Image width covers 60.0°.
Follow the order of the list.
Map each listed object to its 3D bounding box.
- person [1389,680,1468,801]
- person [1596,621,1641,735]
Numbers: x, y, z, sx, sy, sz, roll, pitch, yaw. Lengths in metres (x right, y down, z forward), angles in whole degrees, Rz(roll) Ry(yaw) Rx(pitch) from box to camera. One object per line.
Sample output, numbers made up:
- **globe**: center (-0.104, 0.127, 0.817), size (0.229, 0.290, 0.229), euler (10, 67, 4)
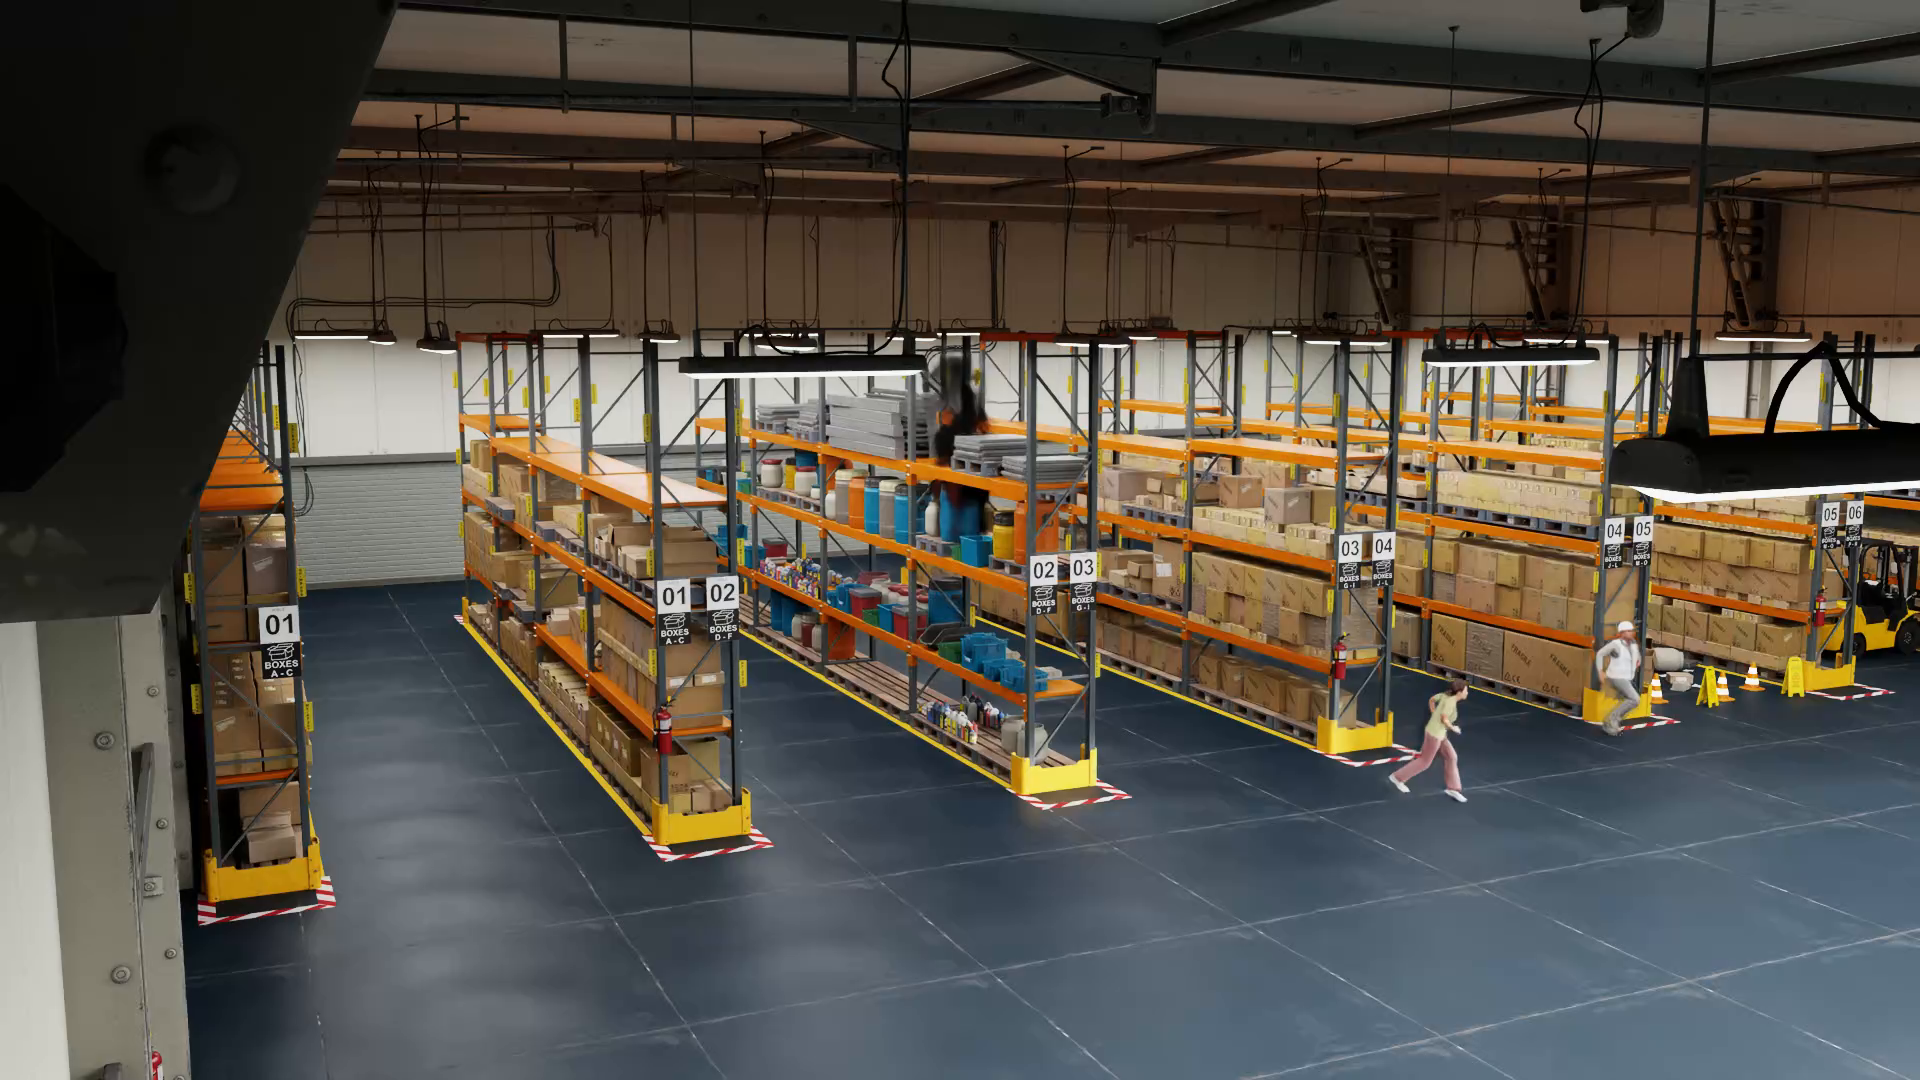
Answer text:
- **person**: center (6.170, 2.627, 21.841), size (1.005, 1.626, 0.614), euler (1, 8, 5)
- **person**: center (10.035, 2.092, 25.189), size (0.718, 1.734, 0.639), euler (-7, 11, -43)
